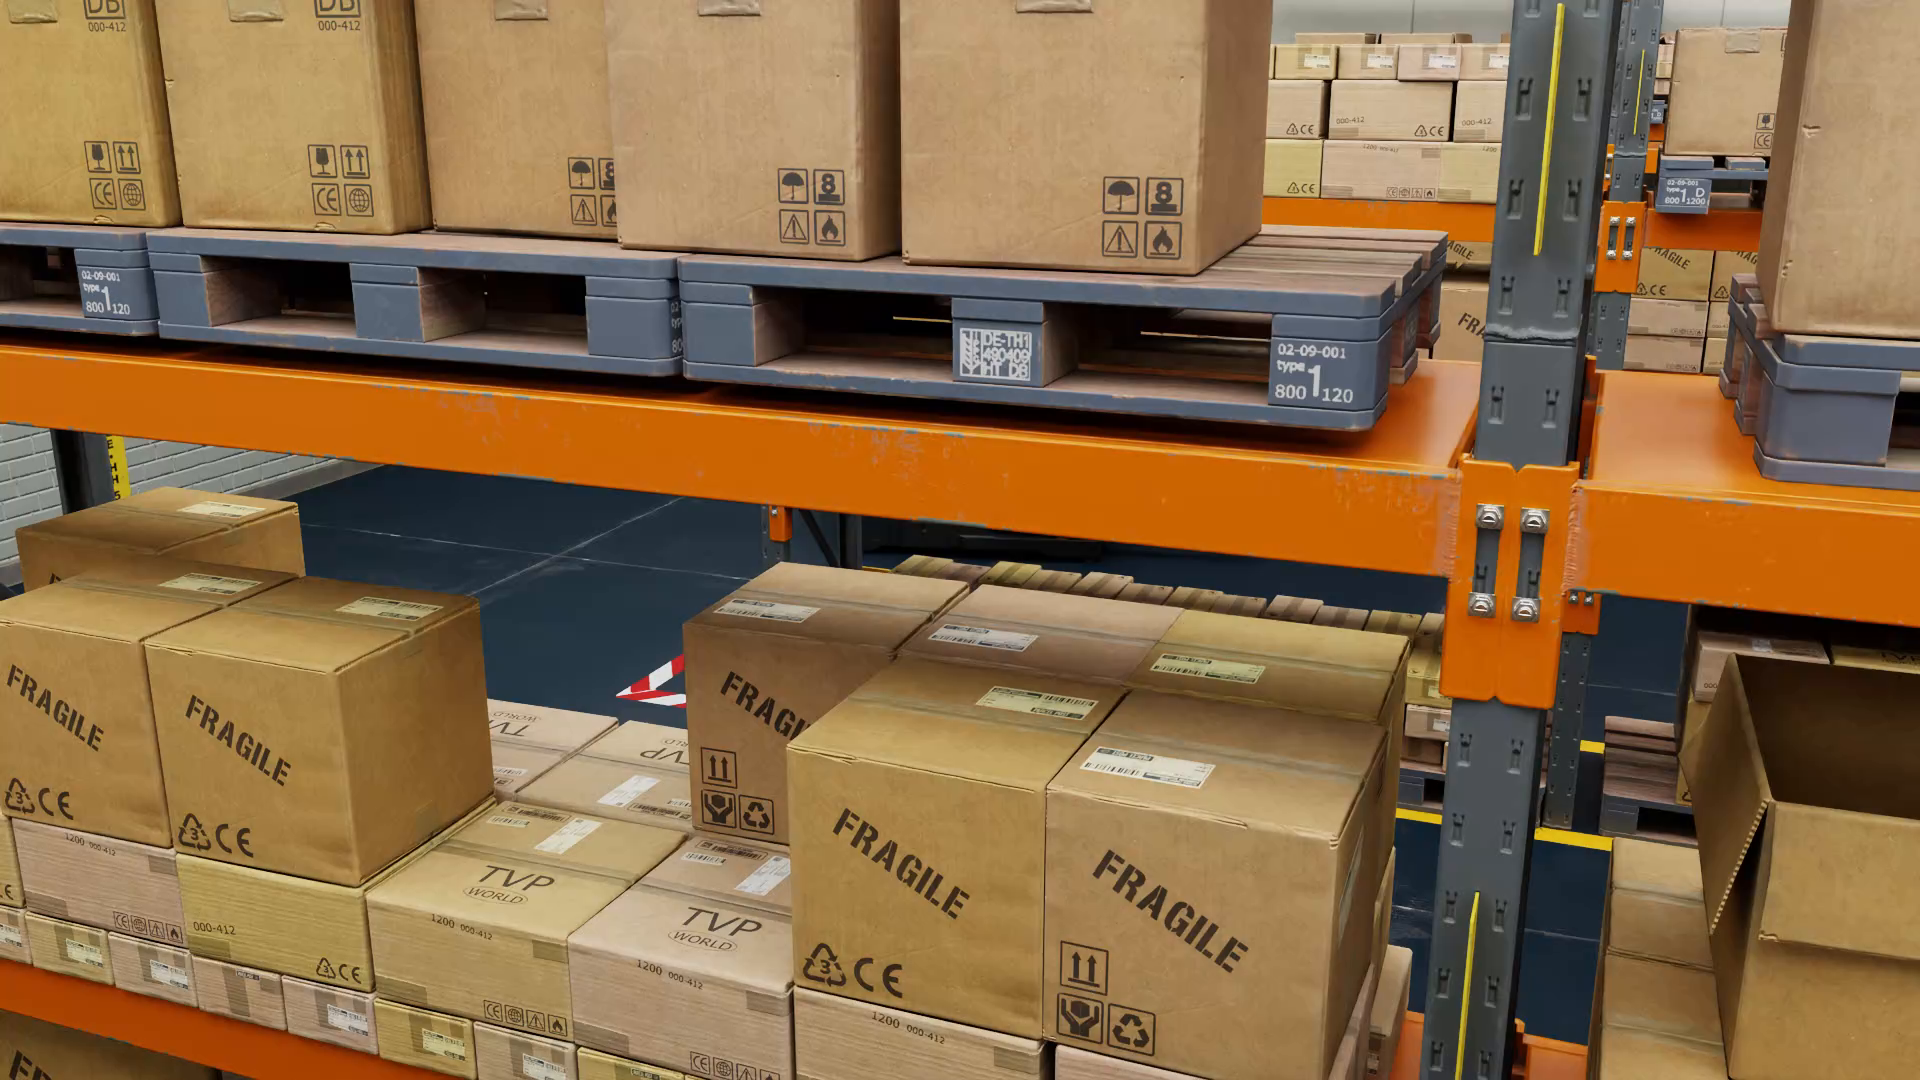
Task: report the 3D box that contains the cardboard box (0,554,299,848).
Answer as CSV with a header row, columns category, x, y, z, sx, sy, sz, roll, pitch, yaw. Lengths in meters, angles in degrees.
category,x,y,z,sx,sy,sz,roll,pitch,yaw
cardboard box,-1.911,0.361,3.939,0.500,0.500,0.500,6,17,19

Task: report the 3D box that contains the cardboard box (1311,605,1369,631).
category,x,y,z,sx,sy,sz,roll,pitch,yaw
cardboard box,1.928,0.470,8.466,0.250,0.149,0.380,6,17,19

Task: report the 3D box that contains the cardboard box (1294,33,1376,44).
category,x,y,z,sx,sy,sz,roll,pitch,yaw
cardboard box,2.733,-3.441,12.155,0.500,0.500,0.500,7,17,22

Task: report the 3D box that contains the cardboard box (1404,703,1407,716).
category,x,y,z,sx,sy,sz,roll,pitch,yaw
cardboard box,1.990,0.783,7.924,0.250,0.149,0.380,6,17,19

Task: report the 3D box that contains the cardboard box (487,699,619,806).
category,x,y,z,sx,sy,sz,roll,pitch,yaw
cardboard box,-1.230,0.636,4.338,0.500,0.250,0.500,6,17,19

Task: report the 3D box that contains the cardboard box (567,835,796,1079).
category,x,y,z,sx,sy,sz,roll,pitch,yaw
cardboard box,-0.467,0.879,3.502,0.500,0.250,0.500,7,17,22

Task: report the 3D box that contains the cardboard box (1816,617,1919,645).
category,x,y,z,sx,sy,sz,roll,pitch,yaw
cardboard box,4.170,0.460,7.593,0.500,0.250,0.500,7,18,23

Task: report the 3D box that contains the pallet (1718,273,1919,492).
category,x,y,z,sx,sy,sz,roll,pitch,yaw
pallet,1.868,-0.236,2.571,1.217,0.209,0.805,6,17,18

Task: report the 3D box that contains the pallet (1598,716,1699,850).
category,x,y,z,sx,sy,sz,roll,pitch,yaw
pallet,3.636,1.174,7.753,1.213,0.211,1.003,6,17,21

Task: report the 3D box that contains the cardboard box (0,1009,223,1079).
category,x,y,z,sx,sy,sz,roll,pitch,yaw
cardboard box,-2.099,1.485,4.735,0.875,0.875,0.875,6,17,21

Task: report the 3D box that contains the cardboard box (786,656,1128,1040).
category,x,y,z,sx,sy,sz,roll,pitch,yaw
cardboard box,0.007,0.570,3.220,0.500,0.500,0.500,6,17,21

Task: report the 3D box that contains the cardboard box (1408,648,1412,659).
category,x,y,z,sx,sy,sz,roll,pitch,yaw
cardboard box,1.998,0.628,7.922,0.250,0.149,0.380,6,17,20

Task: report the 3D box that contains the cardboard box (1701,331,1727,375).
category,x,y,z,sx,sy,sz,roll,pitch,yaw
cardboard box,5.428,-1.301,11.544,0.500,0.250,0.500,6,17,19

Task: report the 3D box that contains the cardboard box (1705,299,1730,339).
category,x,y,z,sx,sy,sz,roll,pitch,yaw
cardboard box,5.435,-1.543,11.480,0.500,0.250,0.500,7,17,21

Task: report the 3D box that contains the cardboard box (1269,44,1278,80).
category,x,y,z,sx,sy,sz,roll,pitch,yaw
cardboard box,1.307,-2.132,7.413,0.265,0.149,0.390,7,18,22

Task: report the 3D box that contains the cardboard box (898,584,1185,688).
category,x,y,z,sx,sy,sz,roll,pitch,yaw
cardboard box,0.190,0.432,3.694,0.500,0.500,0.500,6,17,21

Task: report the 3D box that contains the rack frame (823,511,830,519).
category,x,y,z,sx,sy,sz,roll,pitch,yaw
rack frame,-0.929,-0.595,12.607,0.240,0.900,0.006,-1,16,-4

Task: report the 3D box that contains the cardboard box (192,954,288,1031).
category,x,y,z,sx,sy,sz,roll,pitch,yaw
cardboard box,-1.558,0.969,3.906,0.250,0.149,0.380,6,17,20

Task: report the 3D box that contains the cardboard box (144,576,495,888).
category,x,y,z,sx,sy,sz,roll,pitch,yaw
cardboard box,-1.427,0.413,3.762,0.500,0.500,0.500,6,17,19

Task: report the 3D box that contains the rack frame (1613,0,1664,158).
category,x,y,z,sx,sy,sz,roll,pitch,yaw
rack frame,2.911,-3.126,6.801,0.127,3.000,1.000,6,17,21

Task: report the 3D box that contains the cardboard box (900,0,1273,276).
category,x,y,z,sx,sy,sz,roll,pitch,yaw
cardboard box,0.247,-0.772,2.959,0.500,0.500,0.700,5,17,17

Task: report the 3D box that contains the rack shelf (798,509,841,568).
category,x,y,z,sx,sy,sz,roll,pitch,yaw
rack shelf,-0.811,-0.653,9.044,0.053,2.616,0.949,6,17,21

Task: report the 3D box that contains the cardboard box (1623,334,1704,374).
category,x,y,z,sx,sy,sz,roll,pitch,yaw
cardboard box,4.946,-1.354,11.725,0.500,0.250,0.500,6,17,19

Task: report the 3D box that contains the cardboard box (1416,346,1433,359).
category,x,y,z,sx,sy,sz,roll,pitch,yaw
cardboard box,1.892,-0.945,7.544,0.500,0.500,0.500,6,17,19

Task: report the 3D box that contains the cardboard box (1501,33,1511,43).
category,x,y,z,sx,sy,sz,roll,pitch,yaw
cardboard box,4.163,-3.392,11.985,0.500,0.500,0.500,7,17,22

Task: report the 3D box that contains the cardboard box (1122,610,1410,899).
category,x,y,z,sx,sy,sz,roll,pitch,yaw
cardboard box,0.646,0.485,3.514,0.500,0.500,0.500,6,17,21

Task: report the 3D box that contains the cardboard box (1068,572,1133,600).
category,x,y,z,sx,sy,sz,roll,pitch,yaw
cardboard box,0.764,0.306,9.032,0.250,0.149,0.380,7,18,23

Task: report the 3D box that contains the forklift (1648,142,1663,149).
category,x,y,z,sx,sy,sz,roll,pitch,yaw
forklift,4.173,-3.306,14.218,9.201,5.209,7.933,2,16,6

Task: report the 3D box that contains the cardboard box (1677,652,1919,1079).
category,x,y,z,sx,sy,sz,roll,pitch,yaw
cardboard box,1.595,0.565,2.870,0.637,0.503,0.797,6,17,19

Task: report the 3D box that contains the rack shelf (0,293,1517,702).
category,x,y,z,sx,sy,sz,roll,pitch,yaw
rack shelf,-0.863,-0.269,3.628,4.000,0.370,1.077,6,17,21

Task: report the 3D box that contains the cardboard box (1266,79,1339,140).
category,x,y,z,sx,sy,sz,roll,pitch,yaw
cardboard box,1.422,-1.943,7.479,0.500,0.250,0.500,7,18,23

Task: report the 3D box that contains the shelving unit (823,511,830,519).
category,x,y,z,sx,sy,sz,roll,pitch,yaw
shelving unit,3.715,-0.366,6.172,8.543,4.044,13.591,-1,16,-4

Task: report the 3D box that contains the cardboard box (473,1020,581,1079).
category,x,y,z,sx,sy,sz,roll,pitch,yaw
cardboard box,-0.838,1.048,3.635,0.250,0.149,0.380,7,17,22

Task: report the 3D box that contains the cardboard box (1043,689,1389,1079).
category,x,y,z,sx,sy,sz,roll,pitch,yaw
cardboard box,0.472,0.623,3.040,0.500,0.500,0.500,7,18,22

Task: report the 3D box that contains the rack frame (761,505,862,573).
category,x,y,z,sx,sy,sz,roll,pitch,yaw
rack frame,-0.810,-0.654,9.046,0.127,3.000,1.000,6,17,21

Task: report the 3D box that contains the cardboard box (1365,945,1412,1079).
category,x,y,z,sx,sy,sz,roll,pitch,yaw
cardboard box,0.844,1.035,3.678,0.250,0.149,0.380,6,17,21

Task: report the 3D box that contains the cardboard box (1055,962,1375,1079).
category,x,y,z,sx,sy,sz,roll,pitch,yaw
cardboard box,0.490,0.983,3.142,0.500,0.250,0.500,6,17,20

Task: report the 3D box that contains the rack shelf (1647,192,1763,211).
category,x,y,z,sx,sy,sz,roll,pitch,yaw
rack shelf,4.772,-1.264,6.577,3.809,0.052,0.919,6,17,21

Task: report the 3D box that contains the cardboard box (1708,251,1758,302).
category,x,y,z,sx,sy,sz,roll,pitch,yaw
cardboard box,5.421,-1.903,11.375,0.500,0.500,0.500,6,17,20

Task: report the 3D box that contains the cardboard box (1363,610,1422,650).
category,x,y,z,sx,sy,sz,roll,pitch,yaw
cardboard box,2.179,0.491,8.395,0.269,0.149,0.392,7,18,23

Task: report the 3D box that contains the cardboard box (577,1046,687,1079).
category,x,y,z,sx,sy,sz,roll,pitch,yaw
cardboard box,-0.602,1.074,3.544,0.250,0.149,0.380,6,17,20

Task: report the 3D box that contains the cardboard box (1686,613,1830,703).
category,x,y,z,sx,sy,sz,roll,pitch,yaw
cardboard box,3.502,0.538,7.326,0.500,0.250,0.500,5,17,18

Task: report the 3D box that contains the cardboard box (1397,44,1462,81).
category,x,y,z,sx,sy,sz,roll,pitch,yaw
cardboard box,2.028,-2.045,7.113,0.250,0.149,0.380,6,17,21

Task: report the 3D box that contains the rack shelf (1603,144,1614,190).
category,x,y,z,sx,sy,sz,roll,pitch,yaw
rack shelf,2.773,-2.839,12.482,4.000,0.370,1.077,6,17,21

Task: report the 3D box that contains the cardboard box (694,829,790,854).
category,x,y,z,sx,sy,sz,roll,pitch,yaw
cardboard box,-0.288,0.741,3.978,0.500,0.250,0.500,7,17,22

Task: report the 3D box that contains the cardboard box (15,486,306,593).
category,x,y,z,sx,sy,sz,roll,pitch,yaw
cardboard box,-2.174,0.173,4.589,0.500,0.500,0.500,7,17,21

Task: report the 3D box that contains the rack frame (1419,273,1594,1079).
category,x,y,z,sx,sy,sz,roll,pitch,yaw
rack frame,0.997,1.031,3.242,0.127,3.000,1.000,6,17,21

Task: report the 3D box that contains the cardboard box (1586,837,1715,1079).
category,x,y,z,sx,sy,sz,roll,pitch,yaw
cardboard box,1.533,0.960,3.307,0.500,0.500,0.500,6,17,21

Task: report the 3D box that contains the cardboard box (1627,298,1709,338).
category,x,y,z,sx,sy,sz,roll,pitch,yaw
cardboard box,4.939,-1.589,11.639,0.500,0.250,0.500,6,17,19

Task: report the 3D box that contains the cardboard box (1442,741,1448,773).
category,x,y,z,sx,sy,sz,roll,pitch,yaw
cardboard box,2.422,0.971,7.810,0.250,0.149,0.380,7,17,21

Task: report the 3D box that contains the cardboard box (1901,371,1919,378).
category,x,y,z,sx,sy,sz,roll,pitch,yaw
cardboard box,6.361,-1.191,11.165,0.500,0.250,0.500,6,17,20

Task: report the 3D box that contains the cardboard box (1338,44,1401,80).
category,x,y,z,sx,sy,sz,roll,pitch,yaw
cardboard box,1.827,-2.102,7.311,0.250,0.149,0.380,7,18,23

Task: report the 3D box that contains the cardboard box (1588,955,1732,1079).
category,x,y,z,sx,sy,sz,roll,pitch,yaw
cardboard box,1.334,1.095,2.842,0.500,0.500,0.500,6,17,21

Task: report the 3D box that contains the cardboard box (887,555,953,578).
category,x,y,z,sx,sy,sz,roll,pitch,yaw
cardboard box,-0.224,0.216,9.342,0.250,0.149,0.380,6,17,21

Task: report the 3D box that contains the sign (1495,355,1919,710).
category,x,y,z,sx,sy,sz,roll,pitch,yaw
sign,5.397,-1.940,8.319,4.000,0.966,14.919,6,17,21
